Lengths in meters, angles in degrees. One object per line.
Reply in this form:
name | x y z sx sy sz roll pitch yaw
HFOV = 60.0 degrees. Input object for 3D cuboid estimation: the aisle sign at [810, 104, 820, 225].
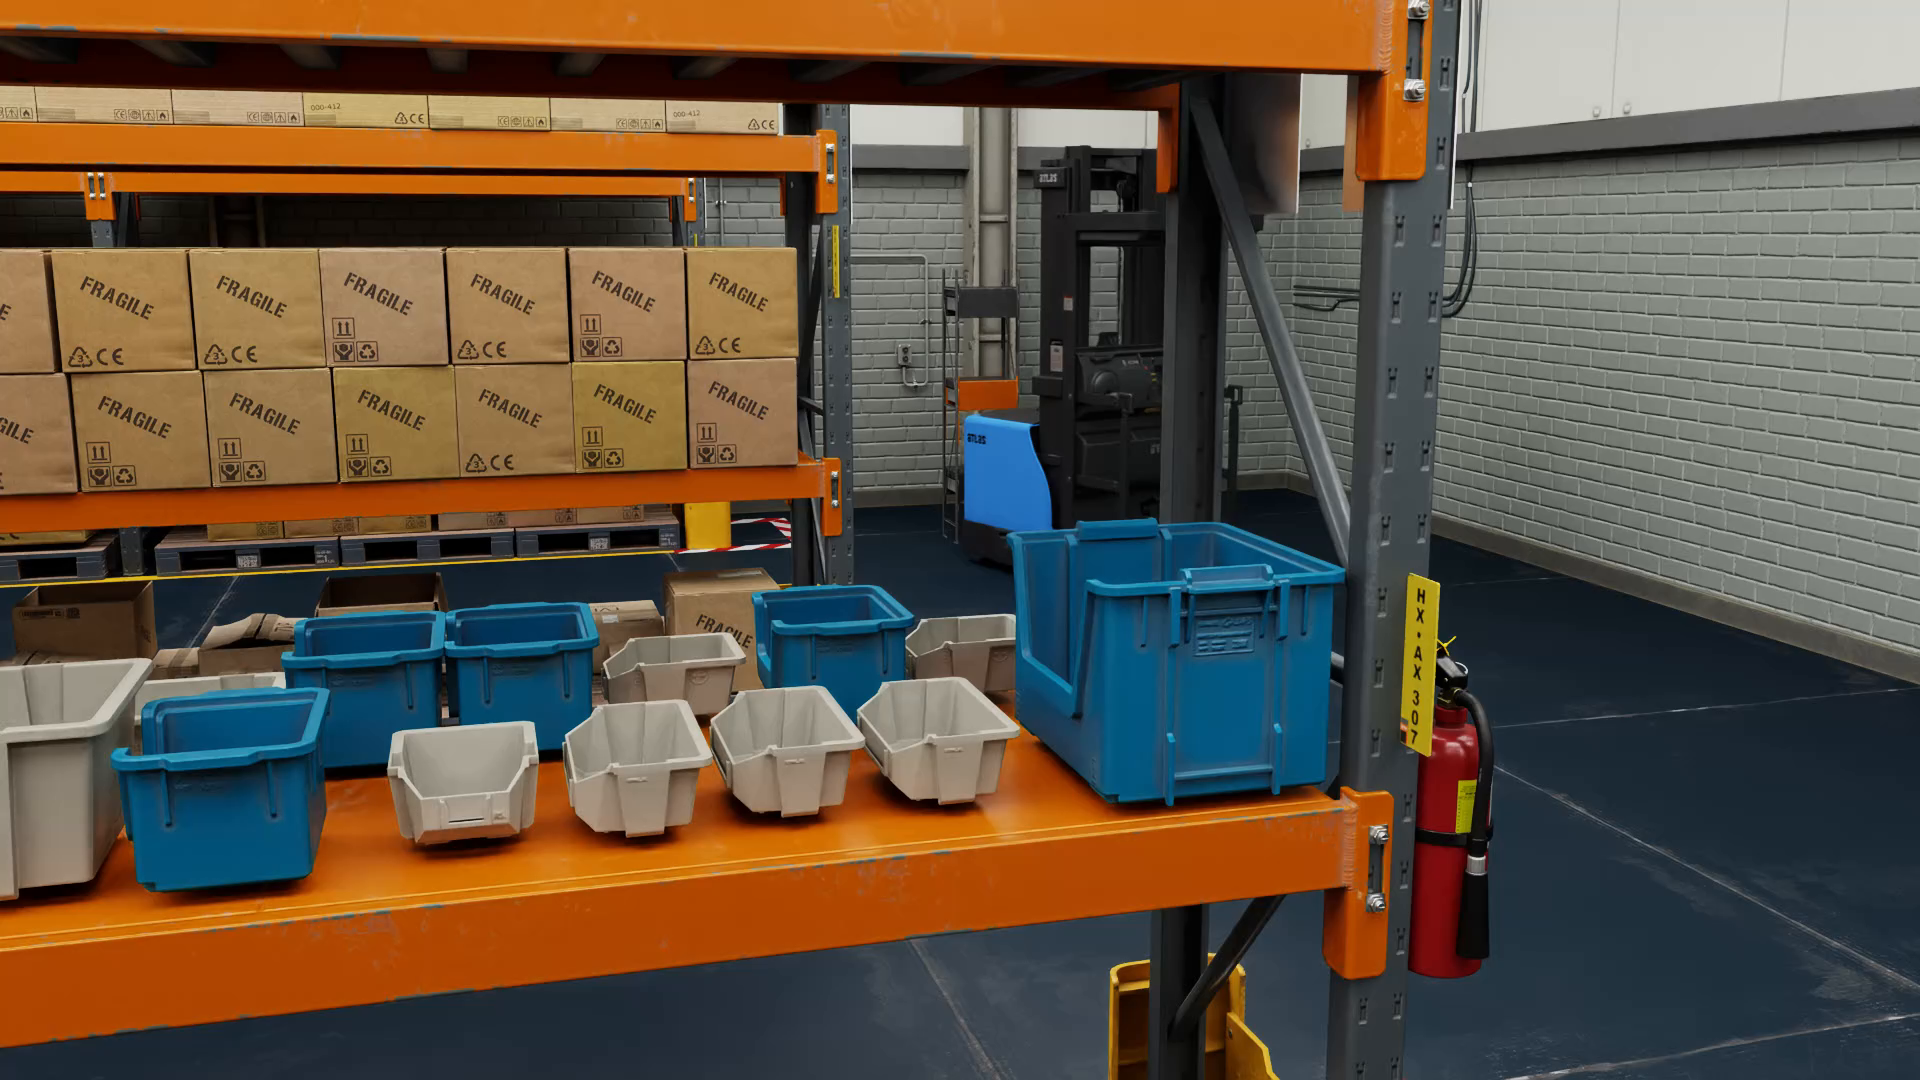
aisle sign | -0.720 -1.979 8.333 0.004 0.787 0.394 -3 11 -16

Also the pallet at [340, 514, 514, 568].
pallet | -4.007 -0.021 12.576 1.213 0.211 1.003 -3 11 -16

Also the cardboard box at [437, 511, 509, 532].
cardboard box | -3.699 -0.381 12.574 0.500 0.500 0.700 -3 11 -18

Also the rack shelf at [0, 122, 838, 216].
rack shelf | -2.624 -1.666 7.516 4.000 0.370 1.077 -3 11 -16

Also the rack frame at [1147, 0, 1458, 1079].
rack frame | 0.678 0.216 3.591 0.053 2.616 0.949 -3 11 -16

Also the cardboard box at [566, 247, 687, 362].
cardboard box | -1.539 -1.091 7.651 0.500 0.500 0.500 -3 11 -14

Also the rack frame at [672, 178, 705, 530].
rack frame | -2.092 -1.507 12.949 0.127 3.000 1.000 -3 11 -16

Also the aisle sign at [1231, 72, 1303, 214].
aisle sign | 0.663 -1.119 3.659 0.004 0.787 0.394 -3 11 -16

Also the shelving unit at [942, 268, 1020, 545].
shelving unit | 0.159 -1.041 12.902 0.503 2.100 0.431 -3 11 -16

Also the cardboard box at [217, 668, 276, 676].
cardboard box | -3.253 0.704 7.548 0.250 0.166 0.380 -3 11 -16

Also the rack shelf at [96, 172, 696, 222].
rack shelf | -4.012 -2.527 12.193 4.000 0.370 1.077 -3 11 -16

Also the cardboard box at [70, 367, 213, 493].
cardboard box | -3.488 -0.498 7.190 0.500 0.500 0.500 -3 11 -15

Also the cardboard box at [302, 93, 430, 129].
cardboard box | -2.567 -1.902 7.225 0.500 0.250 0.500 -3 11 -16

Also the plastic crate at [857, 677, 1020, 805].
plastic crate | -0.055 0.388 3.217 0.243 0.136 0.396 -3 11 -16

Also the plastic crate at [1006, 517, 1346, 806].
plastic crate | 0.408 0.217 3.317 0.499 0.435 0.616 -3 11 -16

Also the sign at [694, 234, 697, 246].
sign | -1.953 -2.098 12.306 0.005 0.325 0.100 -3 11 -16

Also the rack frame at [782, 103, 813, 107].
rack frame | -0.704 -3.597 7.729 0.127 3.000 1.000 -3 11 -16

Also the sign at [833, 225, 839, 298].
sign | -0.568 -1.274 7.609 0.005 0.325 0.100 -3 11 -16

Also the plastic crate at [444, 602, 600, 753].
plastic crate | -0.916 0.290 3.485 0.300 0.233 0.416 -3 11 -16

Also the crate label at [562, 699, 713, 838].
crate label | -0.598 0.418 3.052 0.243 0.136 0.396 -3 11 -16

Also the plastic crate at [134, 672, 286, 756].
plastic crate | -1.575 0.377 3.275 0.466 0.136 0.293 -3 11 -16

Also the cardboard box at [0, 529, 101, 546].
cardboard box | -6.520 -0.399 11.705 0.750 0.750 0.750 -3 11 -15

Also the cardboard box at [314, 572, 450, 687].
cardboard box | -2.742 0.472 7.880 0.637 0.503 0.797 -3 11 -16

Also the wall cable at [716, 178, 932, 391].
wall cable | -1.127 -2.236 14.102 1.851 1.984 0.084 -3 11 -16

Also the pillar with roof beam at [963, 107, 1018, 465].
pillar with roof beam | 1.462 -3.996 9.900 0.400 9.000 9.100 -3 11 -16

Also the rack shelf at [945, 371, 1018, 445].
rack shelf | 0.159 -1.028 12.904 0.480 0.518 0.431 -3 11 -16

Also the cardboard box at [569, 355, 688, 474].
cardboard box | -1.555 -0.599 7.737 0.500 0.500 0.500 -3 11 -15

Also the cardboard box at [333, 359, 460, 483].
cardboard box | -2.519 -0.549 7.467 0.500 0.500 0.500 -3 11 -17

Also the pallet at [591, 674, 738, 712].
pallet | -1.542 0.770 8.284 1.213 0.211 1.003 -3 11 -16

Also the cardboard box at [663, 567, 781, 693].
cardboard box | -1.157 0.437 8.077 0.500 0.500 0.500 -3 11 -16

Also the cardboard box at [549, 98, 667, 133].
cardboard box | -1.606 -1.953 7.497 0.500 0.250 0.500 -3 11 -16

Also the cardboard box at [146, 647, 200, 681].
cardboard box | -3.733 0.634 7.975 0.250 0.149 0.380 -3 11 -16

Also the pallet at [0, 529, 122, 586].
pallet | -6.652 0.119 11.819 1.213 0.211 1.003 -3 11 -16

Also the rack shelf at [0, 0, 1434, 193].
rack shelf | -1.243 -0.805 2.838 4.000 0.370 1.077 -3 11 -16

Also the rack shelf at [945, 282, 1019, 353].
rack shelf | 0.159 -1.716 12.778 0.480 0.518 0.431 -3 11 -16

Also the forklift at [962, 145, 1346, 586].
forklift | 1.298 -1.132 11.099 1.130 2.935 3.031 -8 13 -36

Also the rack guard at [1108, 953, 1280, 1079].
rack guard | 0.697 1.441 3.839 0.348 0.500 1.175 -3 11 -16

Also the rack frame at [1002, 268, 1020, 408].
rack frame | 0.393 -1.053 12.969 0.015 2.100 0.400 -3 11 -16

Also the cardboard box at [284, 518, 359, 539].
cardboard box | -4.702 -0.327 12.281 0.500 0.500 0.700 -3 11 -17

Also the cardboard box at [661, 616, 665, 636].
cardboard box | -1.442 0.505 8.630 0.250 0.166 0.380 -3 11 -16

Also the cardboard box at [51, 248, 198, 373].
cardboard box | -3.518 -0.986 7.079 0.500 0.500 0.500 -3 11 -18

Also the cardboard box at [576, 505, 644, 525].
cardboard box | -2.736 -0.432 12.850 0.500 0.500 0.700 -3 11 -16

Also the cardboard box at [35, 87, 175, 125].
cardboard box | -3.527 -1.852 6.948 0.500 0.250 0.500 -3 11 -16

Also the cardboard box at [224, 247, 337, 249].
cardboard box | -3.156 -1.107 7.738 0.500 0.500 0.500 -3 11 -15

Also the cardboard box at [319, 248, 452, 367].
cardboard box | -2.529 -1.038 7.363 0.500 0.500 0.500 -3 11 -14

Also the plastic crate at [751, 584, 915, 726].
plastic crate | -0.284 0.256 3.666 0.300 0.233 0.416 -3 11 -16

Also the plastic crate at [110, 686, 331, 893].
plastic crate | -1.223 0.416 2.797 0.300 0.233 0.416 -3 11 -16
